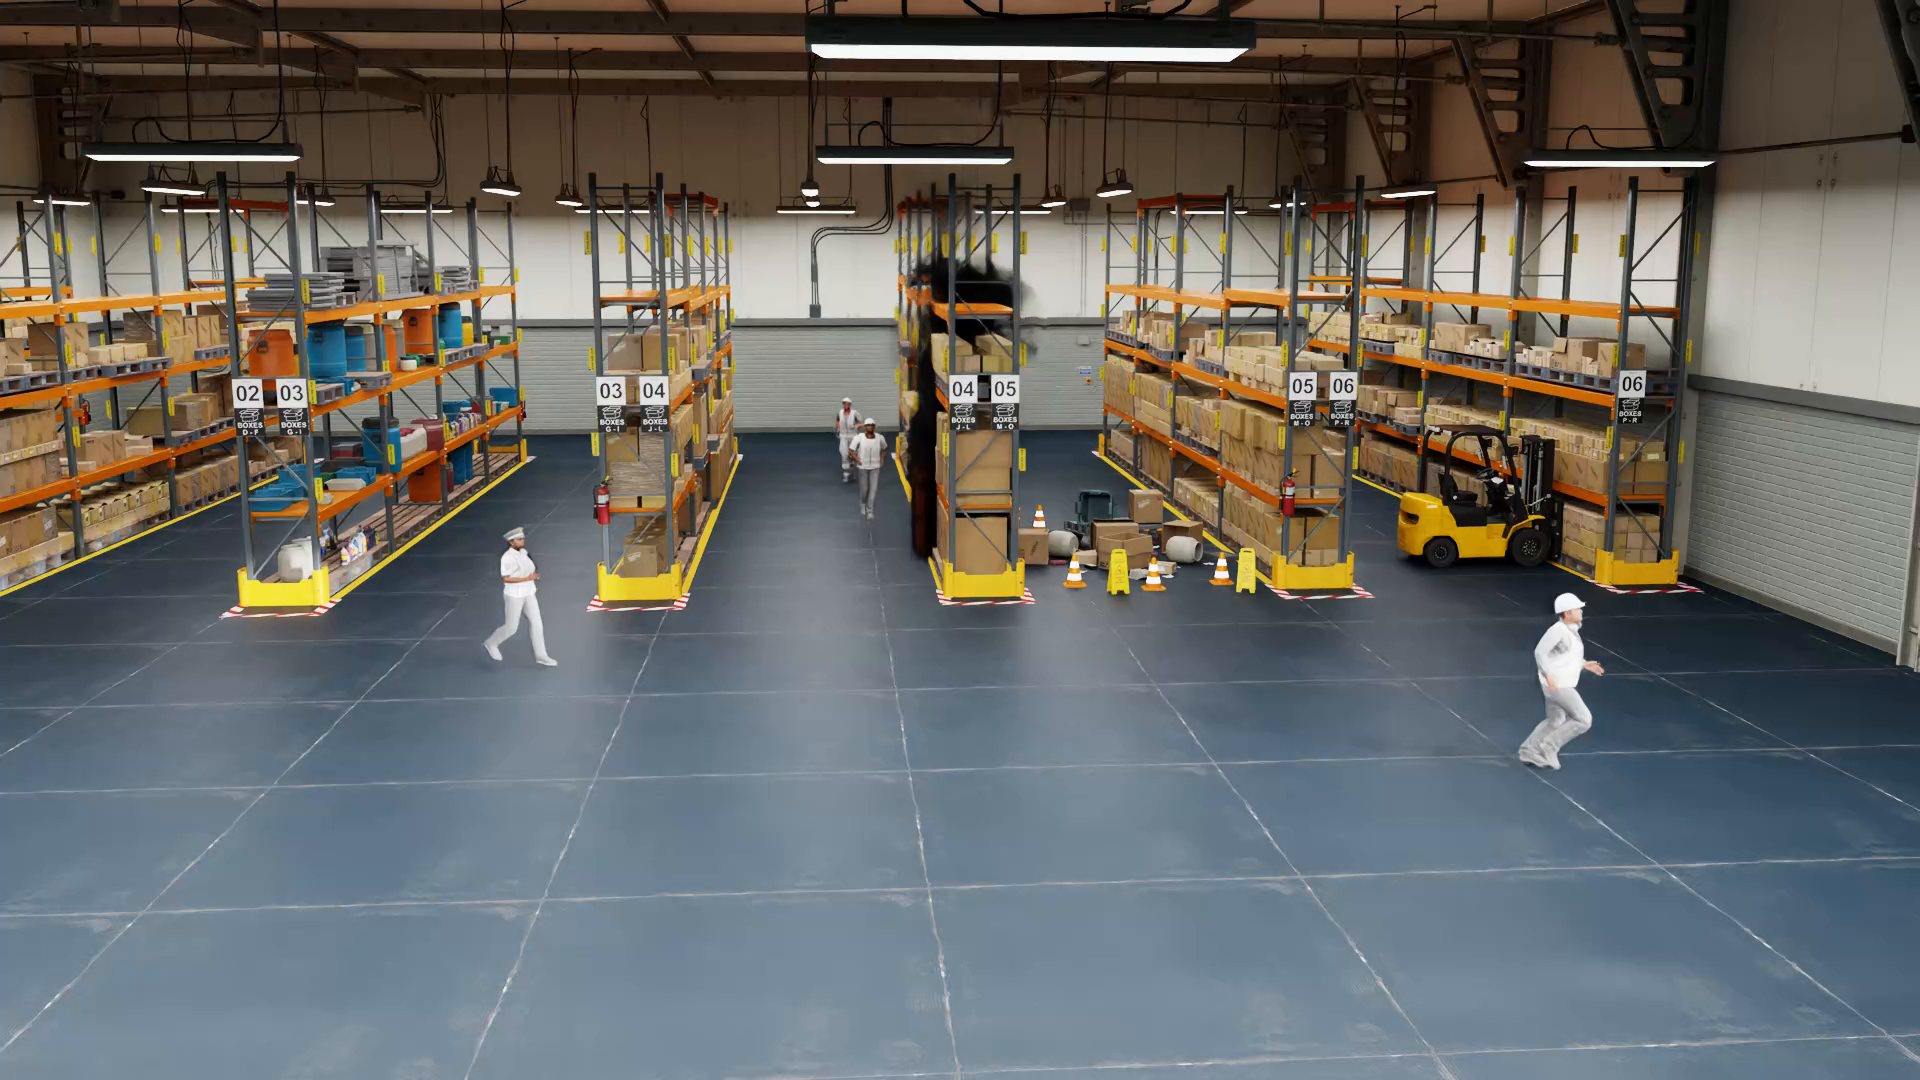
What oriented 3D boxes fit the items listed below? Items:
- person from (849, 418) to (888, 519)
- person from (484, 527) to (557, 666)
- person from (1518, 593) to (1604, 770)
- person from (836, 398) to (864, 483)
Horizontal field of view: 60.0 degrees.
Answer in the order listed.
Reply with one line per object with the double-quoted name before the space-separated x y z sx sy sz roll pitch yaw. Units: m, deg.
"person" -1.583 -1.265 29.157 0.697 1.757 0.703 -2 10 -13
"person" -5.289 0.666 19.948 0.938 1.674 0.586 4 11 23
"person" 5.788 1.362 15.989 0.733 1.725 0.595 5 11 25
"person" -2.380 -2.170 35.807 0.634 1.802 0.929 0 10 2
